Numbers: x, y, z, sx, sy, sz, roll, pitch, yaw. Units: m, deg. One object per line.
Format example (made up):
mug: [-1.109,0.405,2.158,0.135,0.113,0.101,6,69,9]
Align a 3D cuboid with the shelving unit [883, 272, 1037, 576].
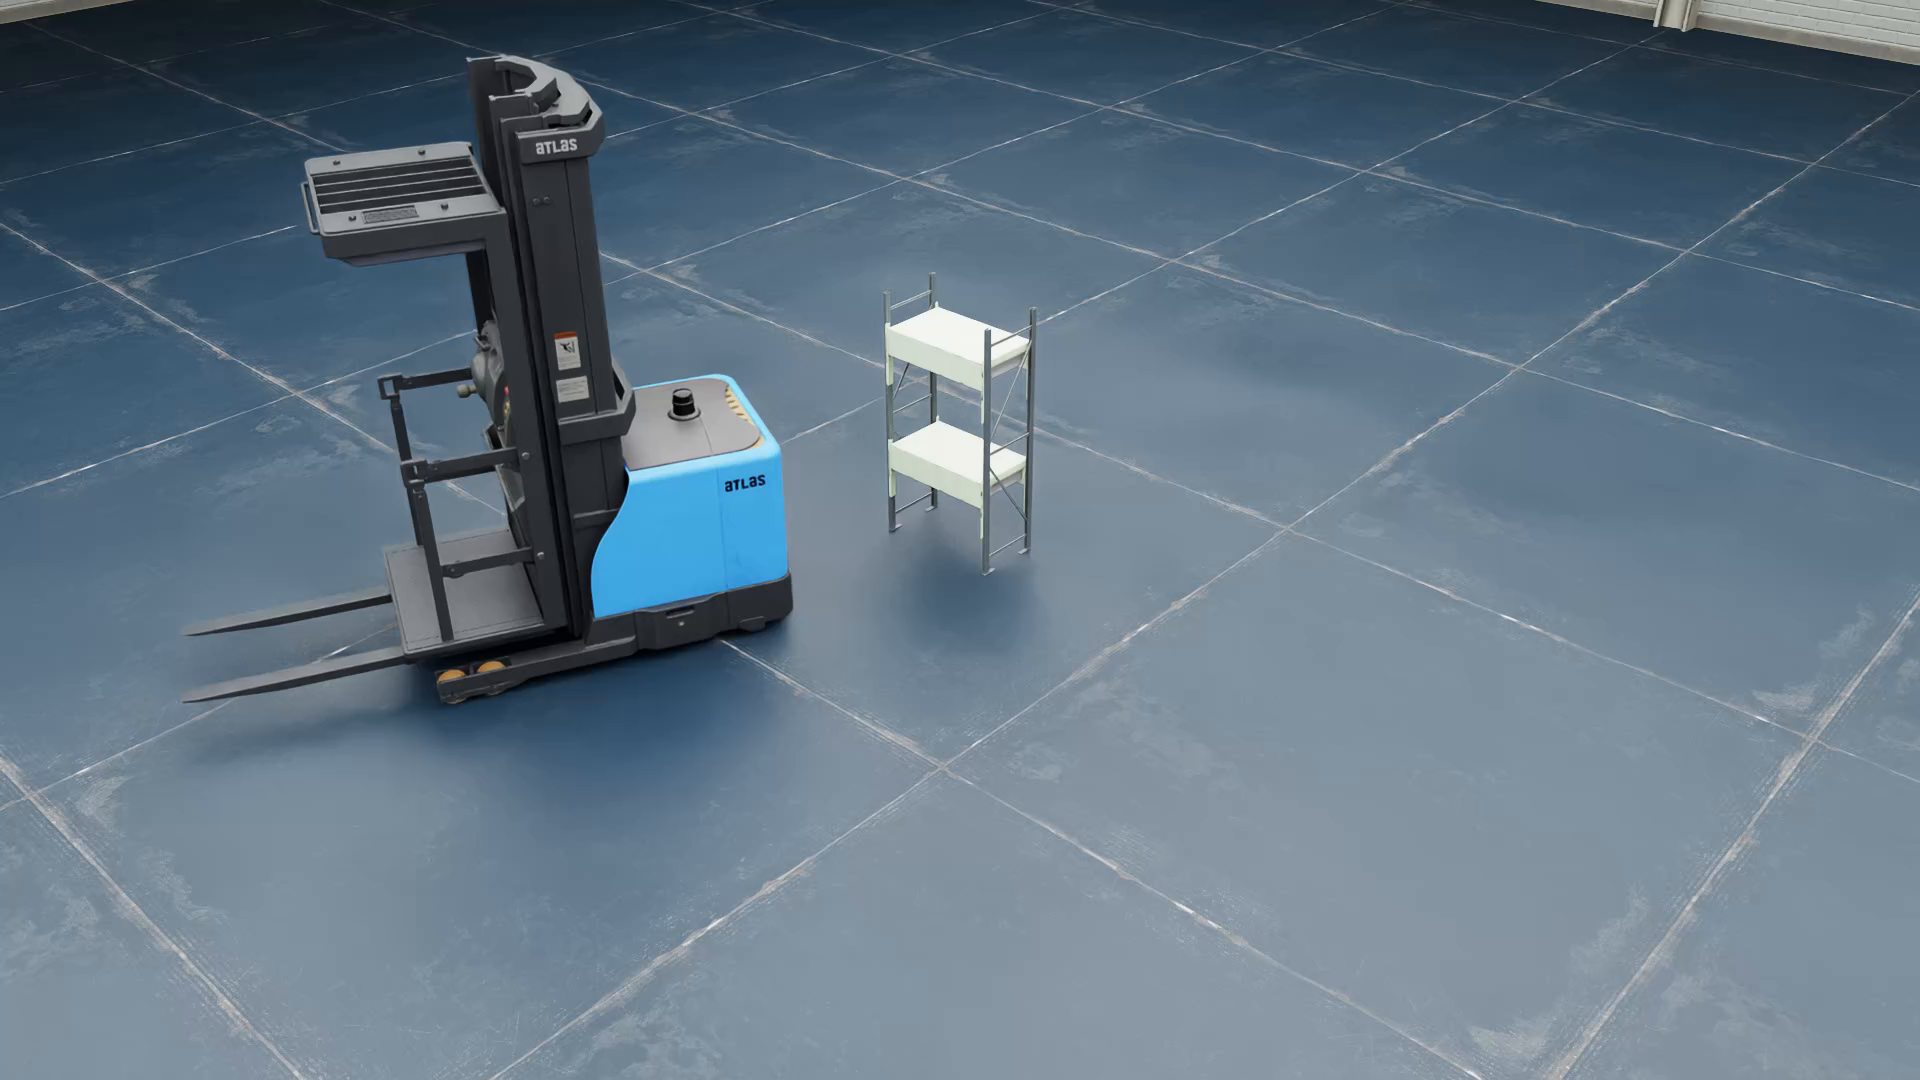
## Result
shelving unit: [-0.005,-0.645,9.311,0.755,1.500,0.431,25,39,35]

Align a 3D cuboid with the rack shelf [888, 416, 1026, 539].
rack shelf: [-0.005,-0.366,9.480,0.720,0.370,0.431,25,39,35]

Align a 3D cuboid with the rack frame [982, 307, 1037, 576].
rack frame: [0.266,-0.518,9.101,0.023,1.500,0.400,25,39,35]

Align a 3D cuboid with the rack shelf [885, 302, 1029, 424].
rack shelf: [-0.005,-0.979,9.110,0.720,0.370,0.431,25,39,35]

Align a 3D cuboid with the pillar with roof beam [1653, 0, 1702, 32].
pillar with roof beam: [5.661,-8.356,14.850,0.400,9.000,9.100,25,39,35]

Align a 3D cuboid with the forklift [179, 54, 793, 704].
forklift: [-2.465,-0.746,8.092,3.031,2.935,1.130,-12,33,-19]

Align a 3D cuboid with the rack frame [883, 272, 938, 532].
rack frame: [-0.276,-0.772,9.522,0.023,1.500,0.400,25,39,35]
